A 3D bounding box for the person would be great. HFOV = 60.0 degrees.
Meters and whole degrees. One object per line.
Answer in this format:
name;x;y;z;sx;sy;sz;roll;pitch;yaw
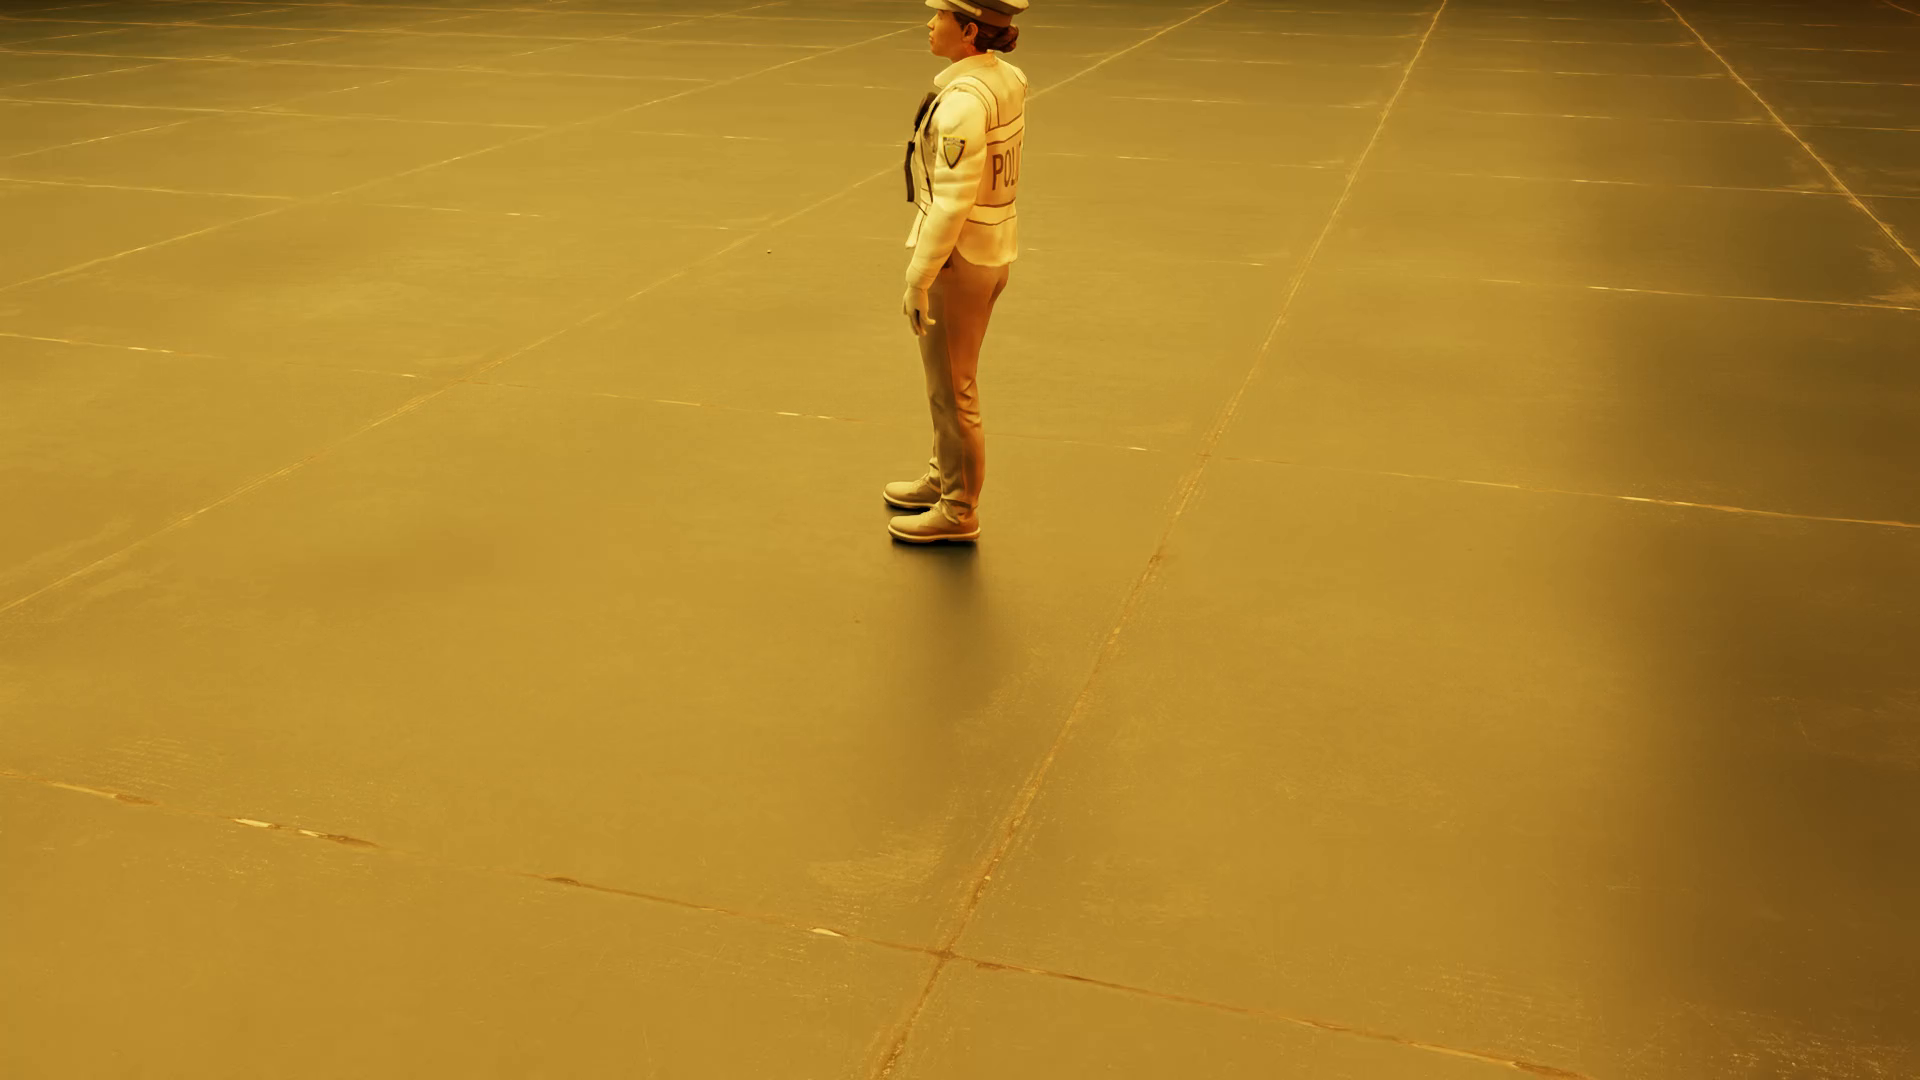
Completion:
person;-0.063;-0.800;4.819;0.531;1.695;0.587;7;23;16
